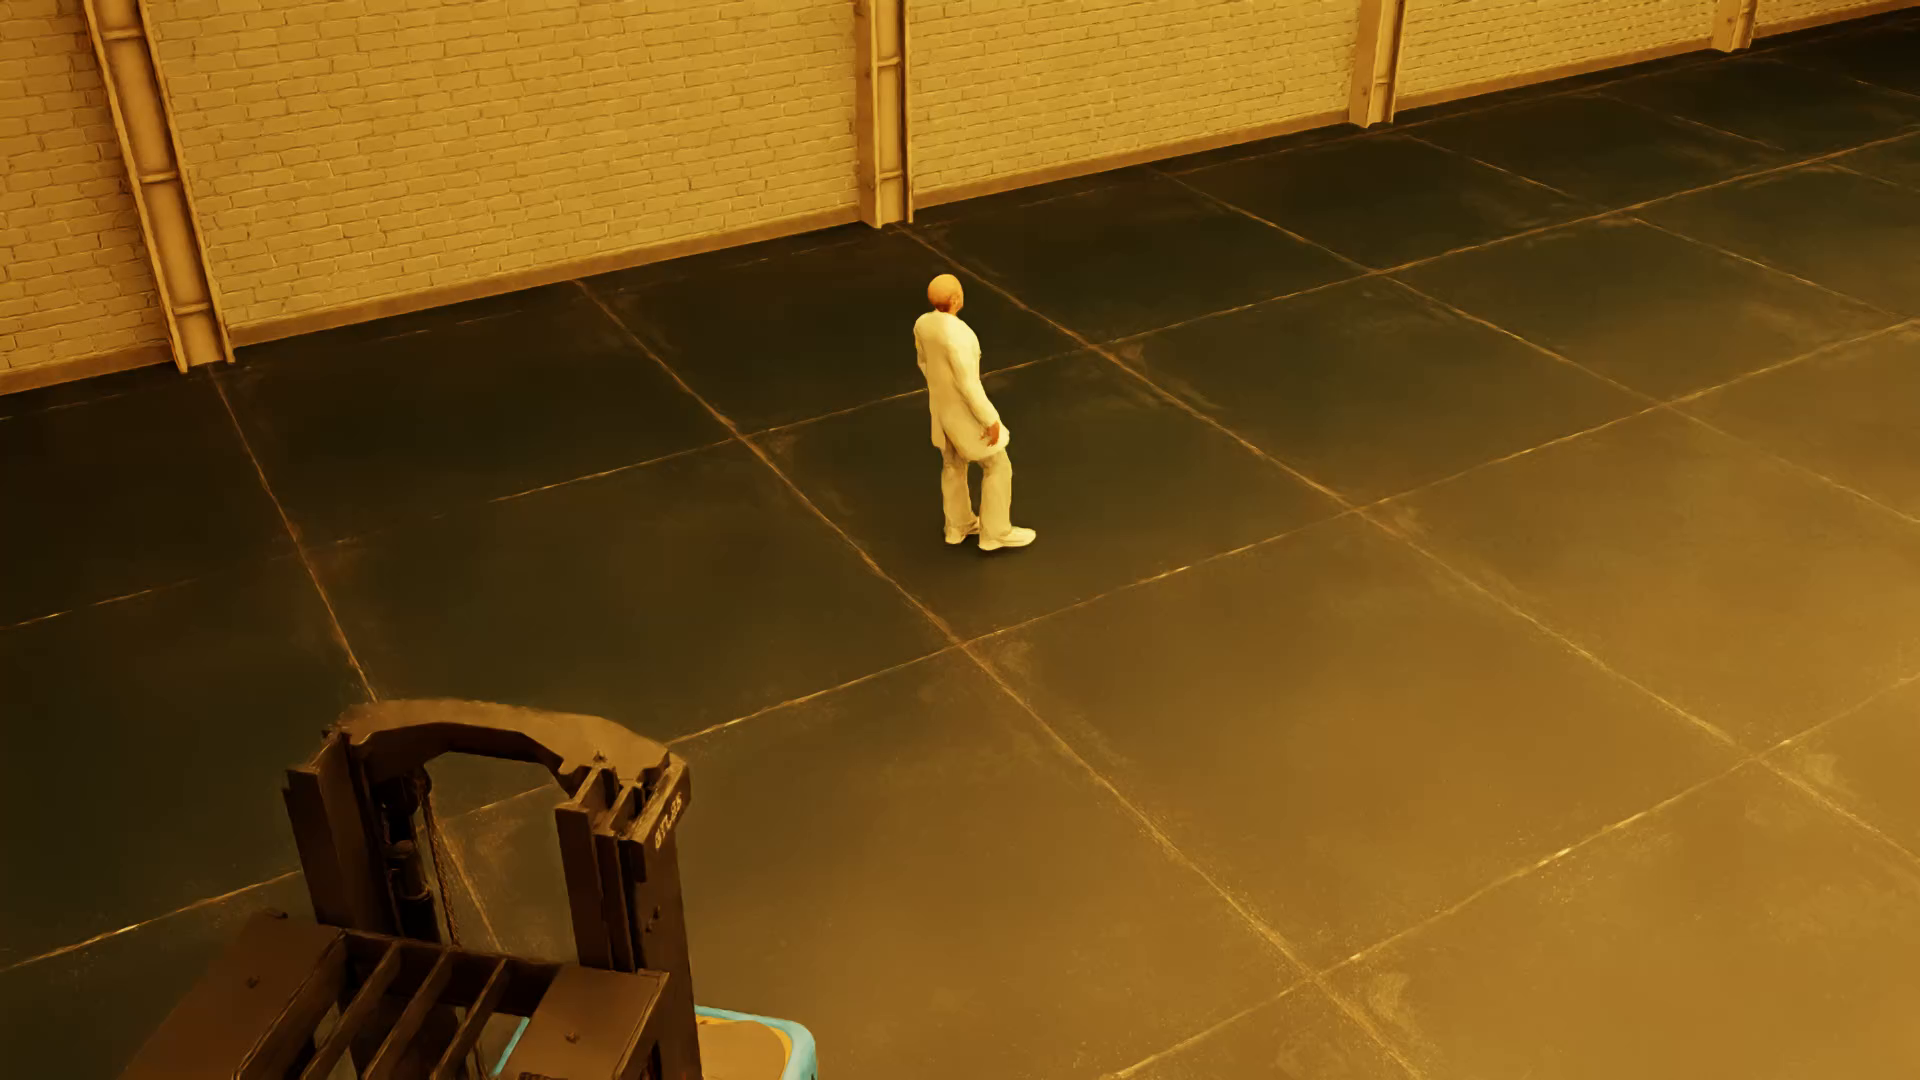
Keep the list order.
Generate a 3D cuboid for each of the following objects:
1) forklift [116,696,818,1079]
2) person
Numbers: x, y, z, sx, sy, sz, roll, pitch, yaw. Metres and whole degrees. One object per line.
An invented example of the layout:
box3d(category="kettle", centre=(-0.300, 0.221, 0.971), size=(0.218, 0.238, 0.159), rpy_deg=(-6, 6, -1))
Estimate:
box3d(category="forklift", centre=(-1.280, 2.001, 4.304), size=(1.130, 2.935, 3.031), rpy_deg=(6, 31, 10))
box3d(category="person", centre=(0.078, -0.791, 10.075), size=(0.586, 1.775, 0.694), rpy_deg=(-17, 35, -26))
